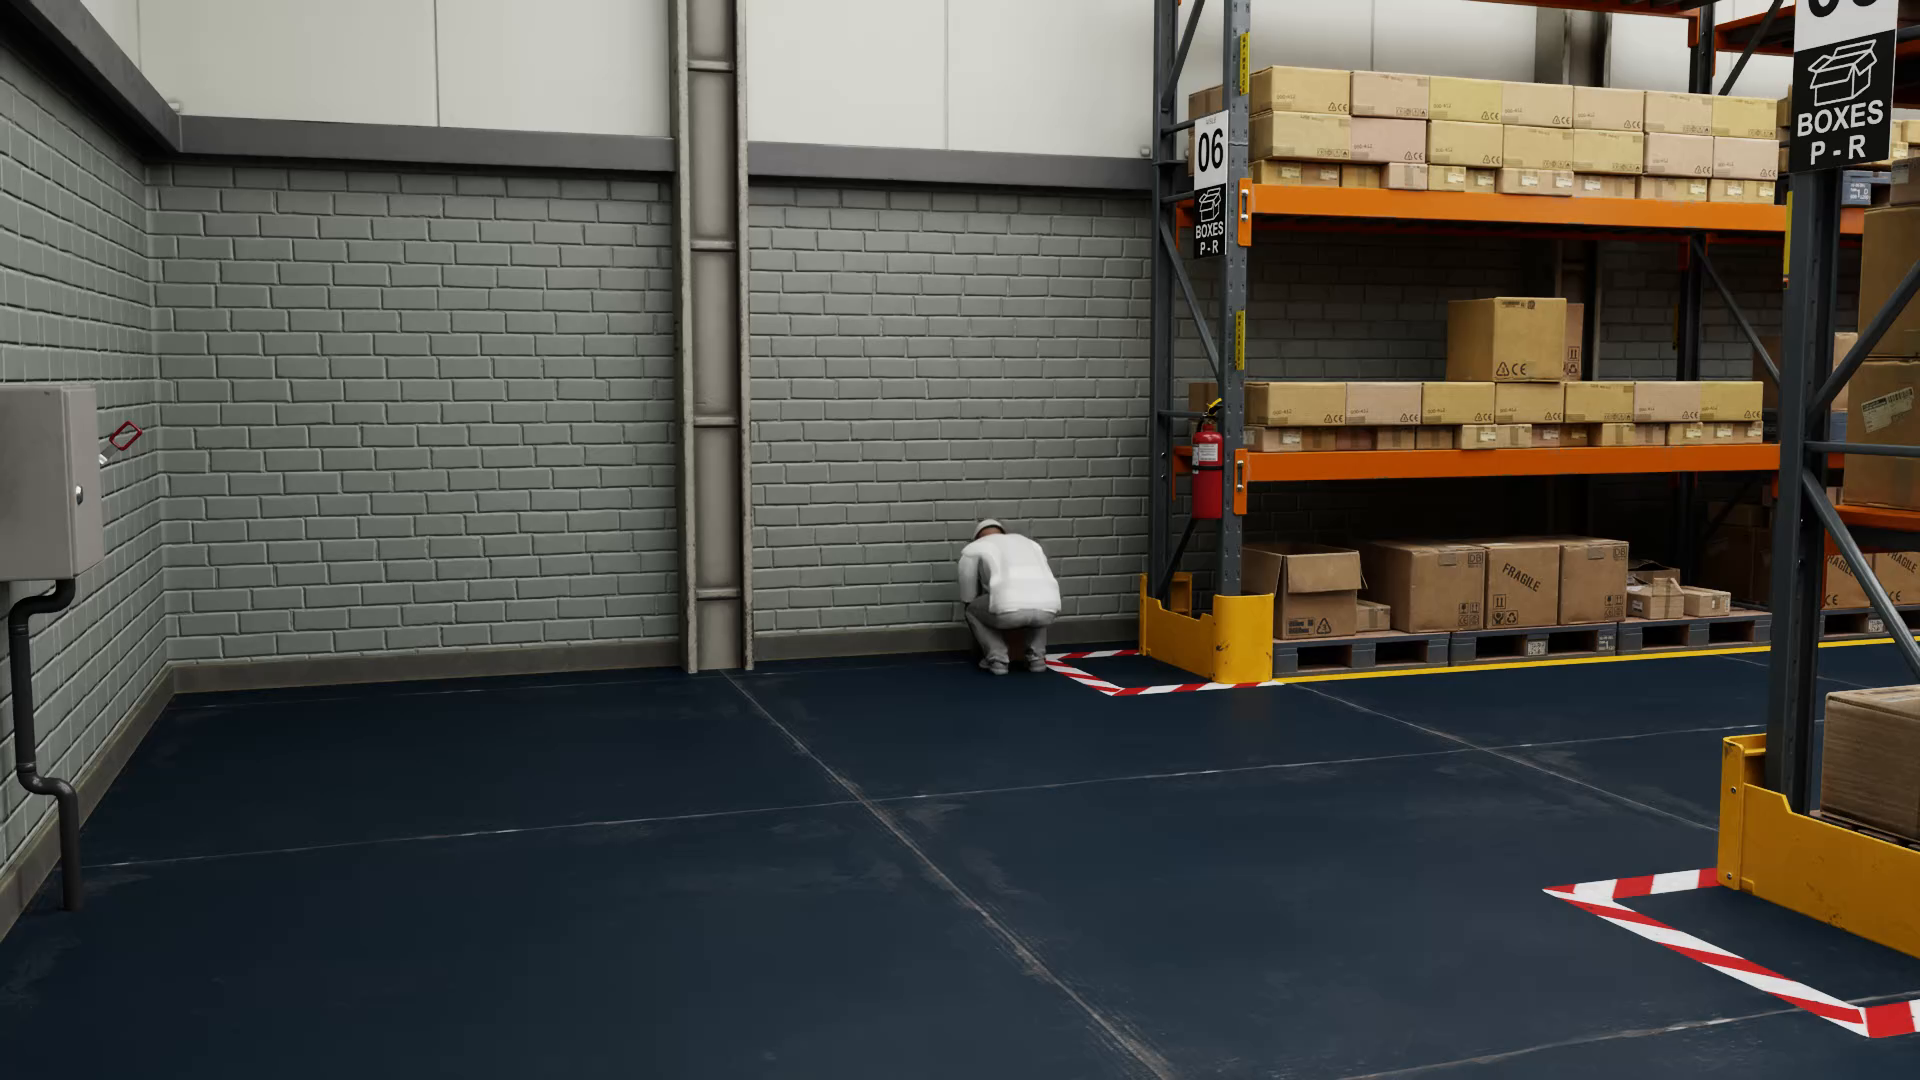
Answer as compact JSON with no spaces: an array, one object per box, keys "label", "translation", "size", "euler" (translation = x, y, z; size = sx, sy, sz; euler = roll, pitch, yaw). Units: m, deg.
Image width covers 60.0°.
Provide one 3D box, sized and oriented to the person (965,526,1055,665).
[{"label":"person","translation":[0.287,0.365,9.947],"size":[0.525,0.869,0.845],"euler":[-1,6,-11]}]
